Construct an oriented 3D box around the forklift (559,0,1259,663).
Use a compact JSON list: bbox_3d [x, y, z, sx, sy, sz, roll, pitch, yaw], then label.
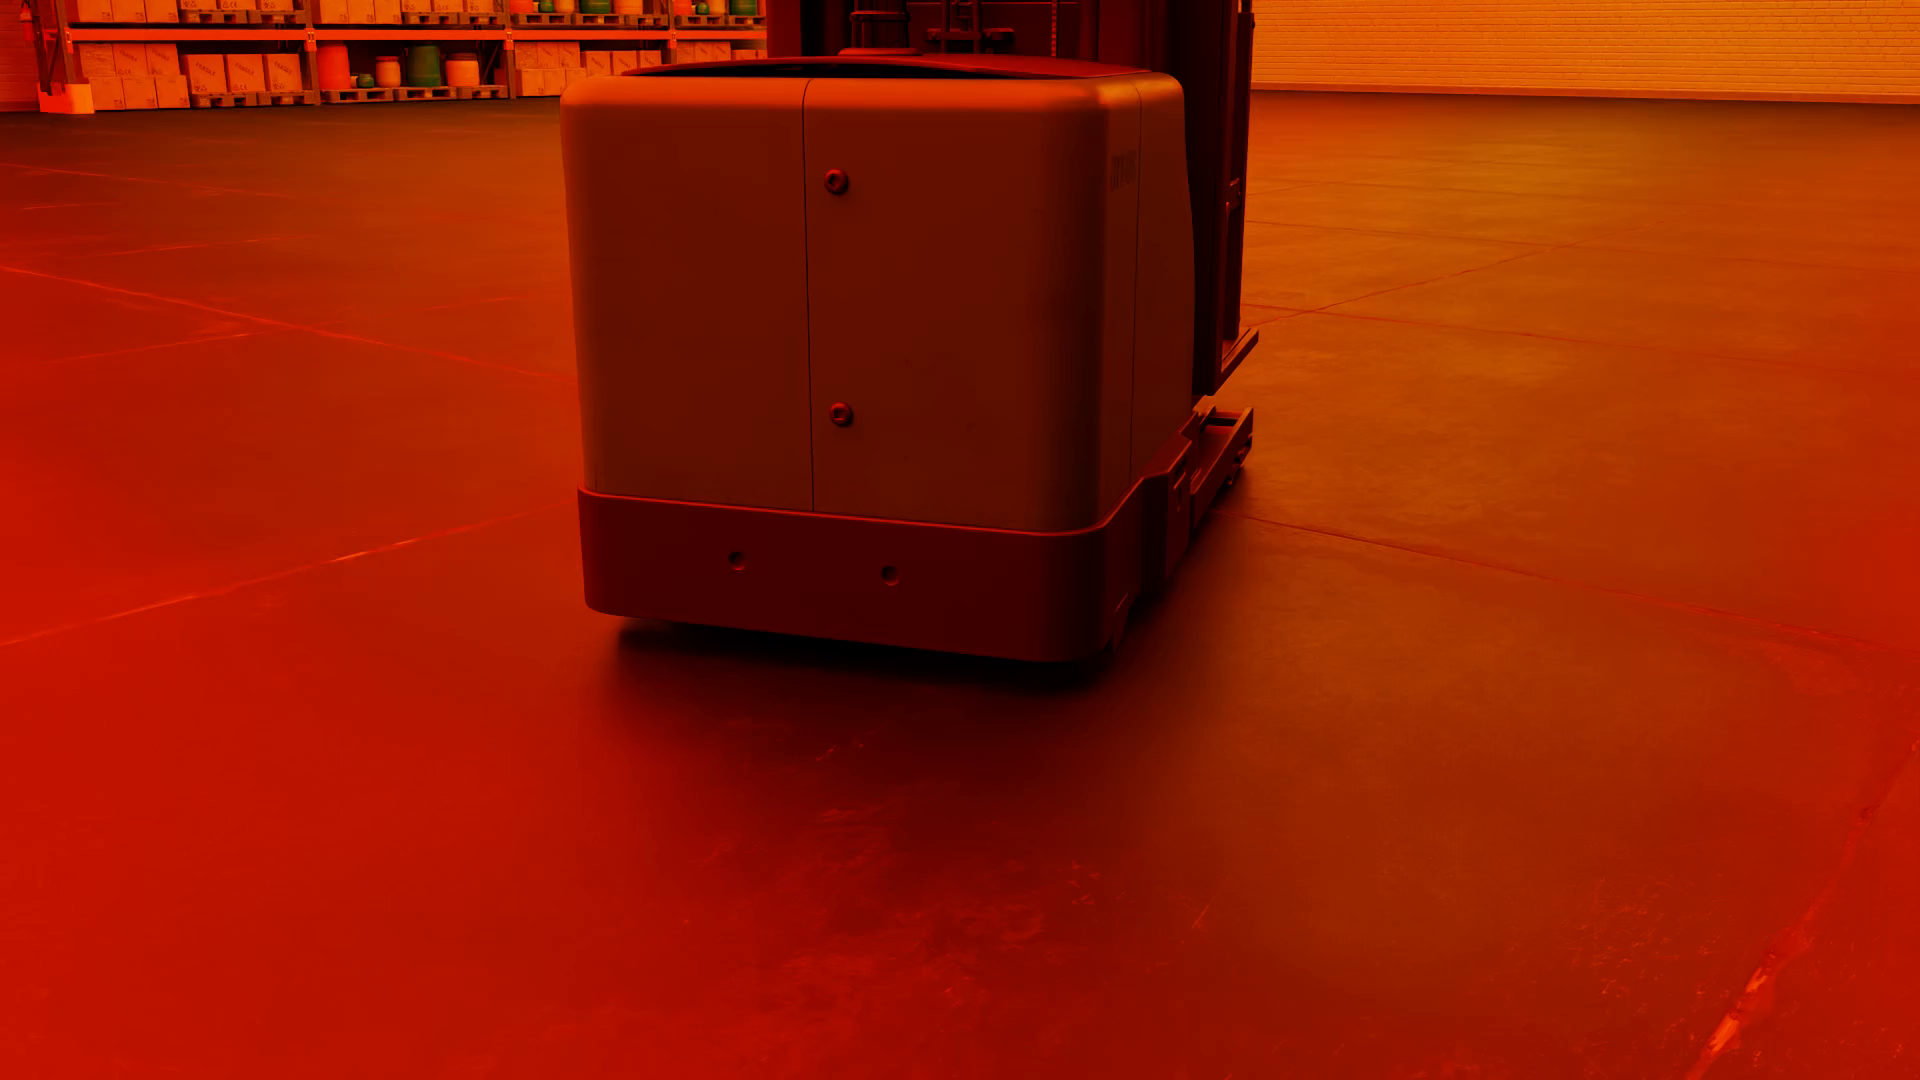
[{"bbox_3d":[0.182,-1.571,4.072,1.130,2.935,3.031,5,18,17],"label":"forklift"}]
